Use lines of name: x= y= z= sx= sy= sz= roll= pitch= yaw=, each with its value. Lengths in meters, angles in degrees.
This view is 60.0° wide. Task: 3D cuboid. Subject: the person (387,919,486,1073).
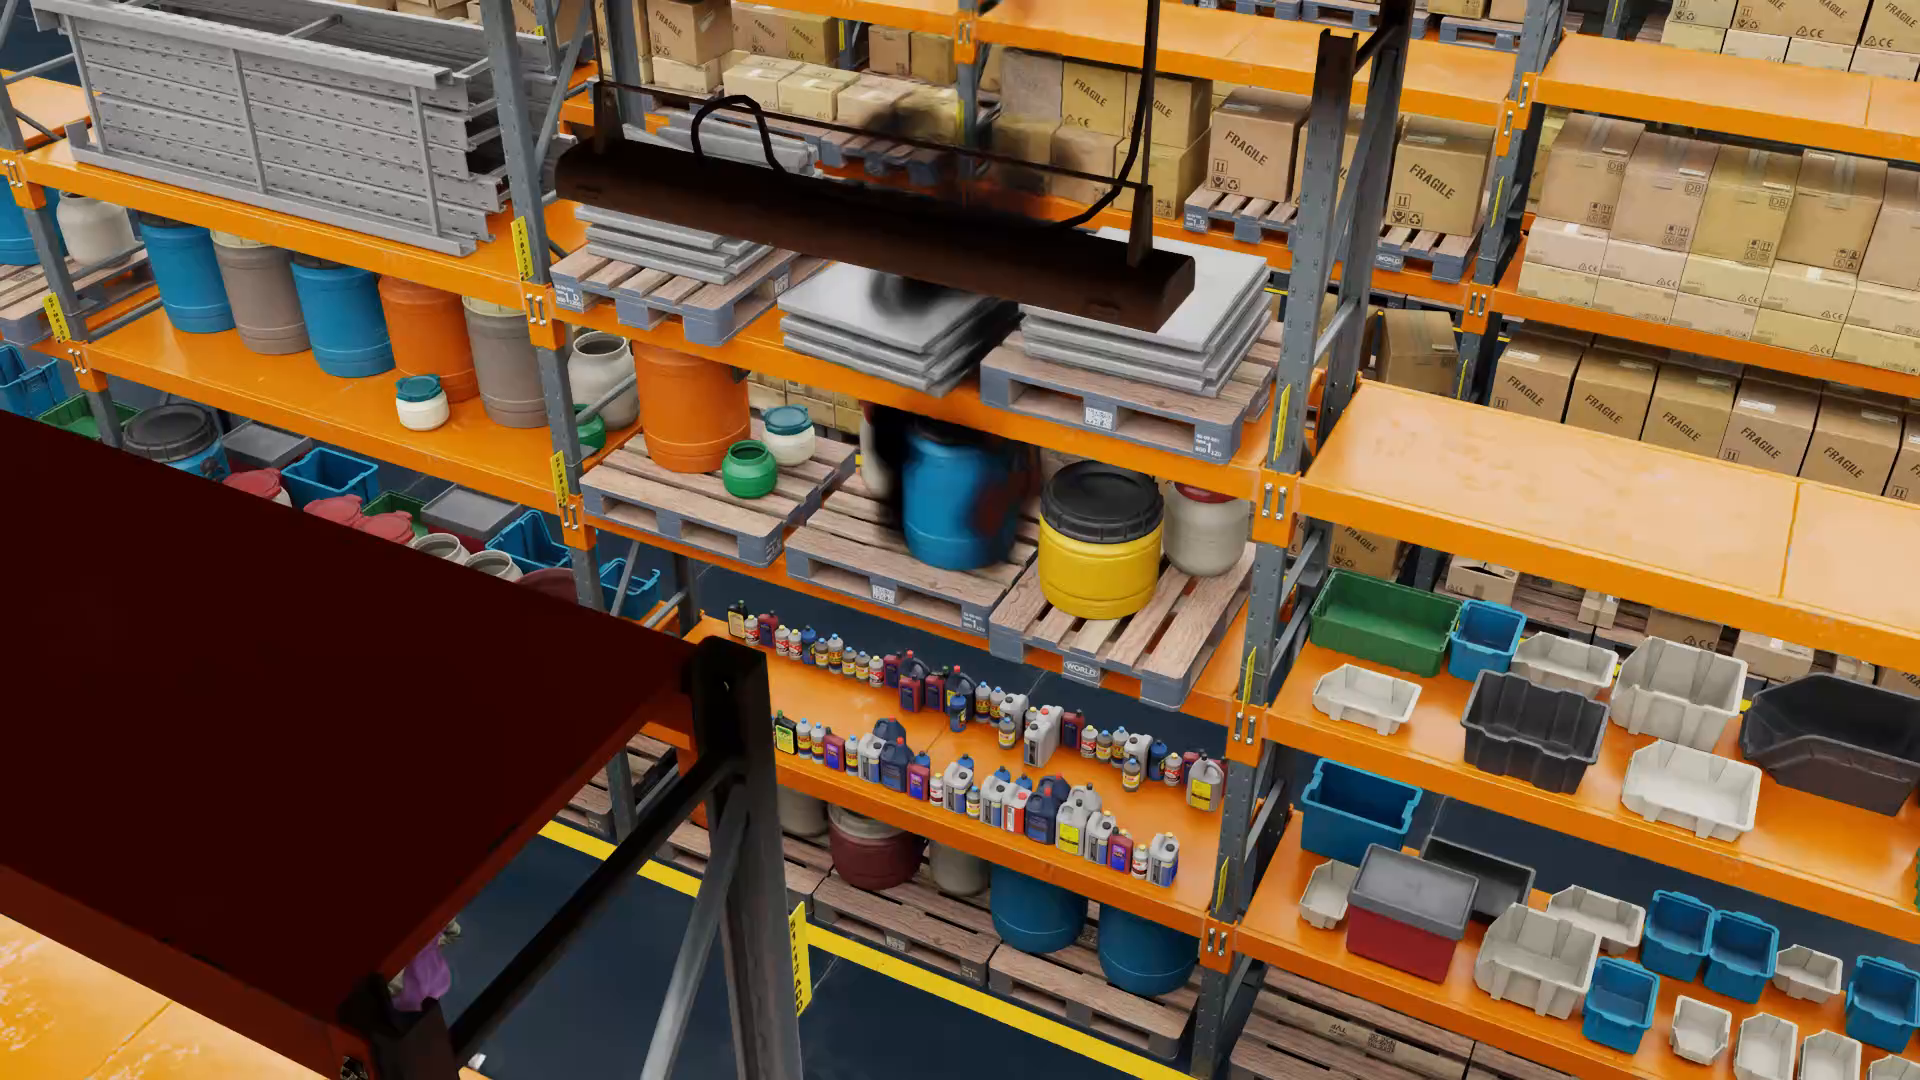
person: x=-2.873 y=2.491 z=9.060 sx=0.555 sy=1.484 sz=0.542 roll=16 pitch=38 yaw=21
